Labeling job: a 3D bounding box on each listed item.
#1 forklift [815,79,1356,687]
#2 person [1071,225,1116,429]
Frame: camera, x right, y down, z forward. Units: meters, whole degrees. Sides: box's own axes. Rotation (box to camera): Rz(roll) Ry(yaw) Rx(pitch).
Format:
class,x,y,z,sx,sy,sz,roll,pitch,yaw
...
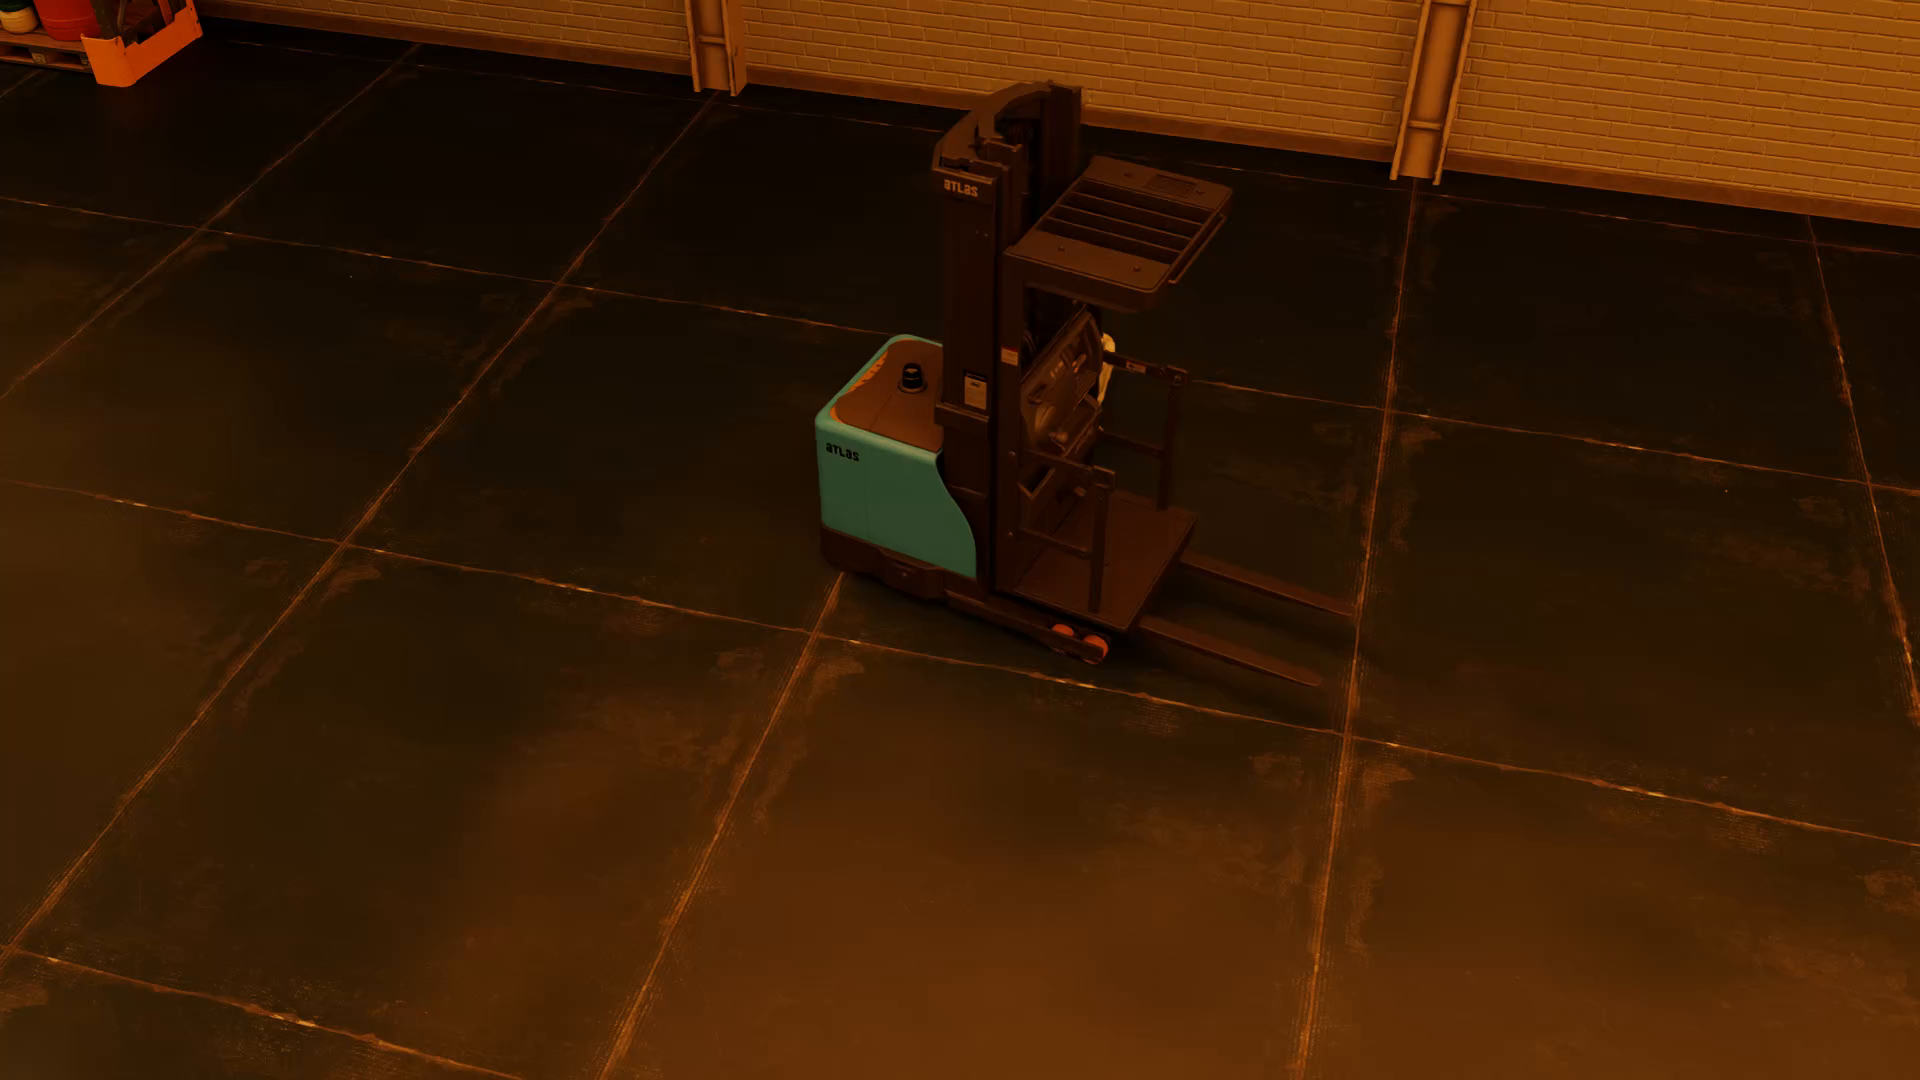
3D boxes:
class,x,y,z,sx,sy,sz,roll,pitch,yaw
forklift,0.723,-0.810,8.786,3.031,2.935,1.130,19,45,20
person,0.806,-1.324,10.494,0.804,1.437,0.869,-1,41,-1
